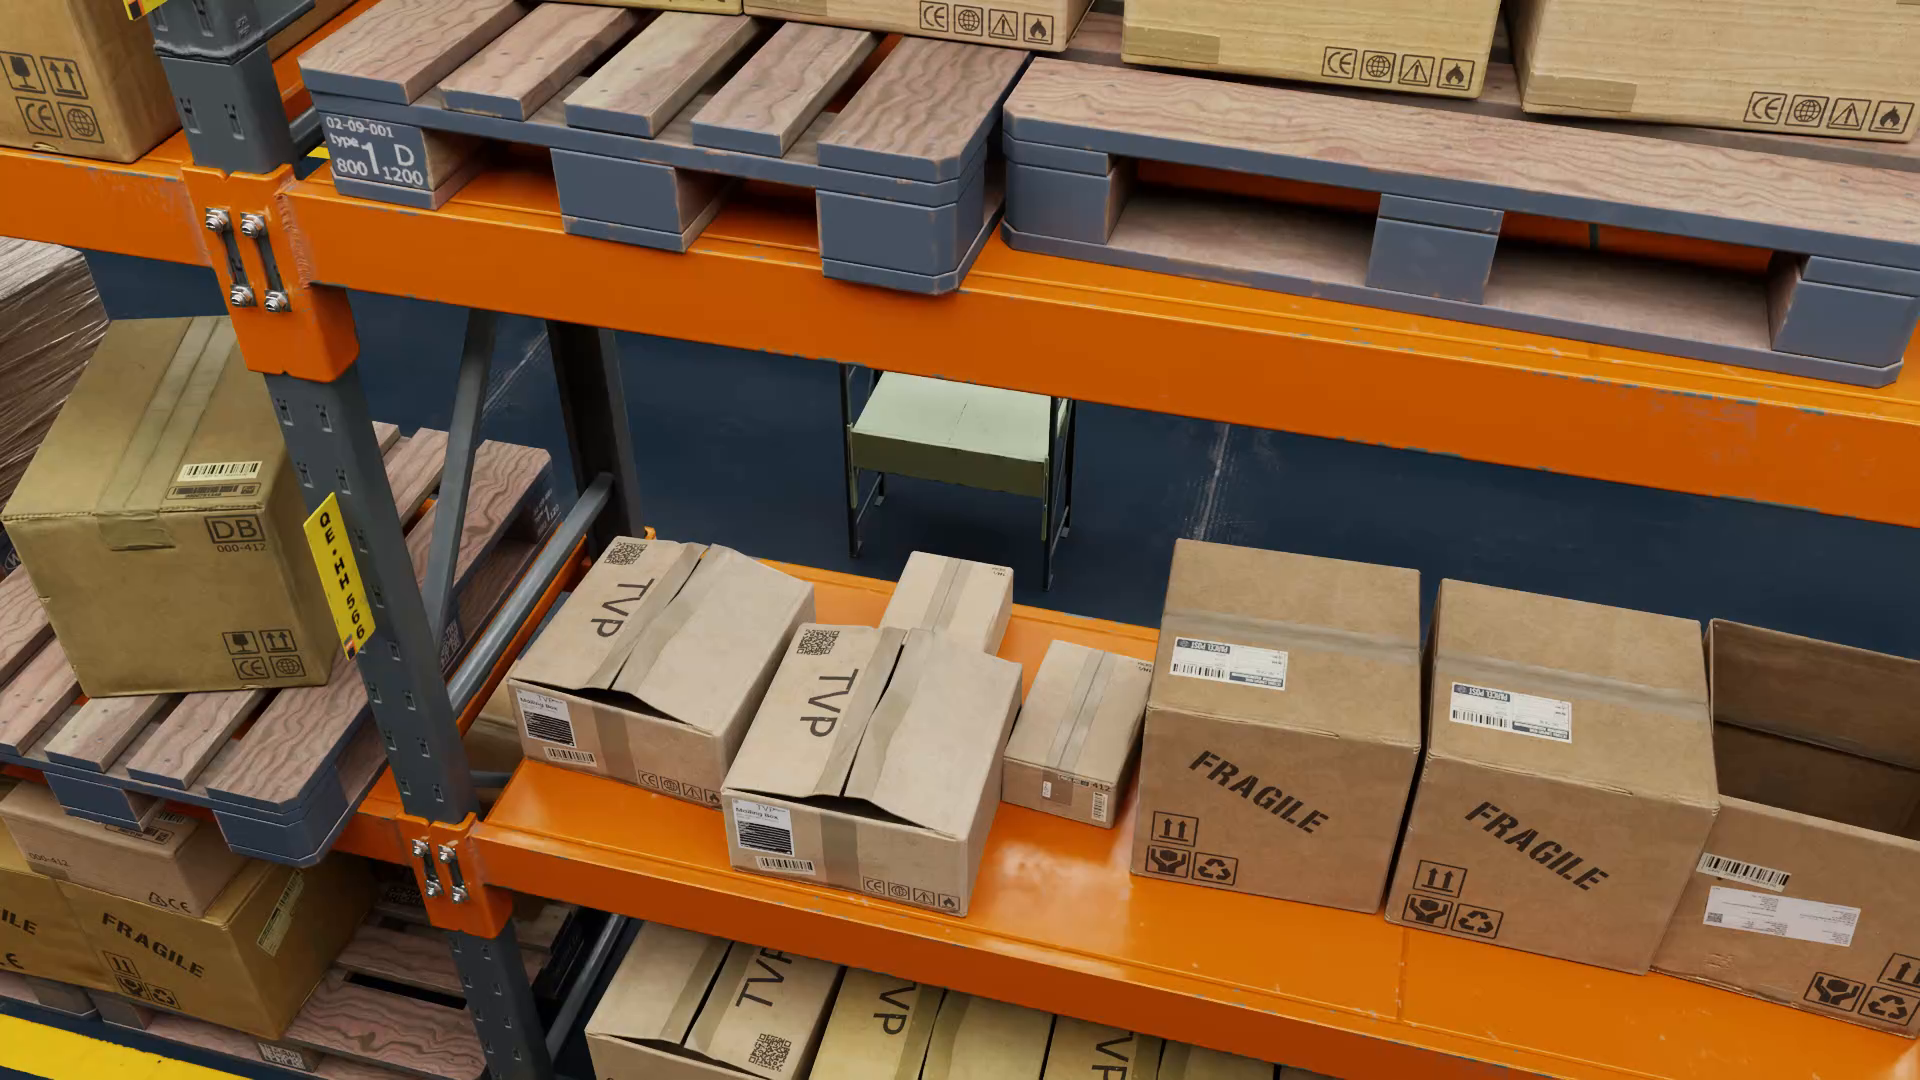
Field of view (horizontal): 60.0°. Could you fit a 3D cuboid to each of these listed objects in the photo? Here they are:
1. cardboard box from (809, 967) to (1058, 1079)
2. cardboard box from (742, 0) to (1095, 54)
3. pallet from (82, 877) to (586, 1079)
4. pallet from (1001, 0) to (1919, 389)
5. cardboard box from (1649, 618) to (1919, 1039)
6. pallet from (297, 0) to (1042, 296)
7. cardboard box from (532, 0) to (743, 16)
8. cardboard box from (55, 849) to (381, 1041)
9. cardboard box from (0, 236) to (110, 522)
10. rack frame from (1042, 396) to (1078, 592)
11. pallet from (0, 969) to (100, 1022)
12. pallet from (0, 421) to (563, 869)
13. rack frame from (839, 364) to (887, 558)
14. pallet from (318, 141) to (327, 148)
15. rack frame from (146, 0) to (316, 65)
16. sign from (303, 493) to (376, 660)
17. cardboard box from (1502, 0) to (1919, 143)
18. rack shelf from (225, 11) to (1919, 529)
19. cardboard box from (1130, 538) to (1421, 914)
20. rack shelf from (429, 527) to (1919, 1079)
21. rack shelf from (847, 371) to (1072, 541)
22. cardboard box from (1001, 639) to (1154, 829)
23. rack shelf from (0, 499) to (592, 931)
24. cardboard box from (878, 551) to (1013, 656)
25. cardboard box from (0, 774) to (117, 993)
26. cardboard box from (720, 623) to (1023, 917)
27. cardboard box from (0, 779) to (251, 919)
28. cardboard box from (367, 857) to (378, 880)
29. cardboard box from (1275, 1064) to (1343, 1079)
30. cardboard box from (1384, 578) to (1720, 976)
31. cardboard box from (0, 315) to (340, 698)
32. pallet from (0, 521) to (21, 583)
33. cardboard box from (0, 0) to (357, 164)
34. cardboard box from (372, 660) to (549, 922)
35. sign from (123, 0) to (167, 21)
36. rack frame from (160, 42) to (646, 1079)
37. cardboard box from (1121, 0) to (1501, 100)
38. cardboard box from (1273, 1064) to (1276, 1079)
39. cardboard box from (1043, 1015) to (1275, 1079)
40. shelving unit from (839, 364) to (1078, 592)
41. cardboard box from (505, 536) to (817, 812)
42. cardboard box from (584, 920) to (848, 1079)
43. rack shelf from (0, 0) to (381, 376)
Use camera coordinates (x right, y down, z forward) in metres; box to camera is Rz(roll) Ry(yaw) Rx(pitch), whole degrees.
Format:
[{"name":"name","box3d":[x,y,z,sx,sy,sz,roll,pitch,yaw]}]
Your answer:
[{"name":"cardboard box","box3d":[-0.043,1.171,3.898,0.500,0.311,0.500,9,41,10]},{"name":"cardboard box","box3d":[-0.019,-0.993,2.558,0.500,0.250,0.500,11,41,13]},{"name":"pallet","box3d":[-1.694,1.063,4.821,1.213,0.211,1.003,10,41,11]},{"name":"pallet","box3d":[0.777,-0.693,2.557,1.213,0.211,1.003,12,41,13]},{"name":"cardboard box","box3d":[1.635,0.544,3.193,0.500,0.500,0.500,13,42,15]},{"name":"pallet","box3d":[-0.304,-0.877,2.776,1.003,0.211,1.213,12,41,13]},{"name":"cardboard box","box3d":[-0.530,-1.069,2.648,0.500,0.250,0.500,7,41,8]},{"name":"cardboard box","box3d":[-1.947,0.922,4.422,0.500,0.500,0.500,11,41,13]},{"name":"cardboard box","box3d":[-2.454,-0.362,3.944,0.500,0.500,0.700,17,43,20]},{"name":"rack frame","box3d":[0.360,-0.512,5.694,0.023,1.500,0.400,10,41,11]},{"name":"pallet","box3d":[-2.869,0.859,5.064,1.213,0.211,1.003,10,41,11]},{"name":"pallet","box3d":[-1.656,0.147,3.892,1.003,0.211,1.213,10,41,11]},{"name":"rack frame","box3d":[-0.347,-0.634,5.839,0.023,1.500,0.400,10,41,11]},{"name":"pallet","box3d":[-2.828,-2.377,8.917,1.213,0.211,1.003,10,41,11]},{"name":"rack frame","box3d":[-0.983,-2.155,1.819,0.127,3.000,1.000,10,41,11]},{"name":"sign","box3d":[-1.114,0.068,2.998,0.005,0.325,0.100,10,41,11]},{"name":"cardboard box","box3d":[1.050,-0.801,2.329,0.500,0.250,0.500,7,40,8]},{"name":"rack shelf","box3d":[0.949,-0.398,2.619,4.000,0.370,1.077,10,41,11]},{"name":"cardboard box","box3d":[0.642,0.373,3.396,0.500,0.500,0.500,8,41,9]},{"name":"rack shelf","box3d":[0.949,0.750,3.584,4.000,0.370,1.077,10,41,11]},{"name":"rack shelf","box3d":[0.006,-0.324,5.976,0.720,0.370,0.431,10,41,11]},{"name":"cardboard box","box3d":[0.264,0.416,3.618,0.250,0.149,0.380,13,42,15]},{"name":"rack shelf","box3d":[-2.915,0.085,4.375,4.000,0.370,1.077,10,41,11]},{"name":"cardboard box","box3d":[-0.042,0.216,3.855,0.250,0.149,0.380,10,41,11]},{"name":"cardboard box","box3d":[-2.447,0.835,4.525,0.500,0.500,0.500,8,41,10]},{"name":"cardboard box","box3d":[-0.169,0.446,3.456,0.500,0.311,0.500,9,41,11]},{"name":"cardboard box","box3d":[-2.002,0.628,4.189,0.500,0.250,0.500,11,41,13]},{"name":"cardboard box","box3d":[-1.856,0.594,4.811,0.500,0.500,0.500,8,41,10]},{"name":"cardboard box","box3d":[0.946,1.343,3.694,0.500,0.311,0.500,9,41,11]},{"name":"cardboard box","box3d":[1.151,0.460,3.292,0.500,0.500,0.500,10,41,11]},{"name":"cardboard box","box3d":[-1.620,-0.091,3.622,0.500,0.500,0.700,-3,40,-3]},{"name":"pallet","box3d":[-2.862,-0.105,4.191,1.213,0.211,1.003,10,41,11]},{"name":"cardboard box","box3d":[-1.413,-1.096,2.813,0.500,0.500,0.910,10,41,11]},{"name":"cardboard box","box3d":[-1.348,0.678,4.712,0.500,0.500,0.500,11,41,13]},{"name":"sign","box3d":[-1.125,-0.867,2.216,0.005,0.325,0.100,10,41,11]},{"name":"rack frame","box3d":[-0.983,0.142,3.748,0.127,3.000,1.000,10,41,11]},{"name":"cardboard box","box3d":[0.531,-0.891,2.436,0.500,0.250,0.500,9,41,11]},{"name":"cardboard box","box3d":[0.932,1.555,3.877,0.500,0.250,0.500,11,41,12]},{"name":"cardboard box","box3d":[0.449,1.258,3.796,0.500,0.311,0.500,9,41,10]},{"name":"shelving unit","box3d":[0.006,-0.573,5.766,0.755,1.500,0.431,10,41,11]},{"name":"cardboard box","box3d":[-0.643,0.264,3.672,0.500,0.311,0.500,12,42,14]},{"name":"cardboard box","box3d":[-0.553,1.089,3.996,0.500,0.311,0.500,11,41,13]},{"name":"rack shelf","box3d":[-2.915,-1.063,3.411,4.000,0.370,1.077,10,41,11]}]
